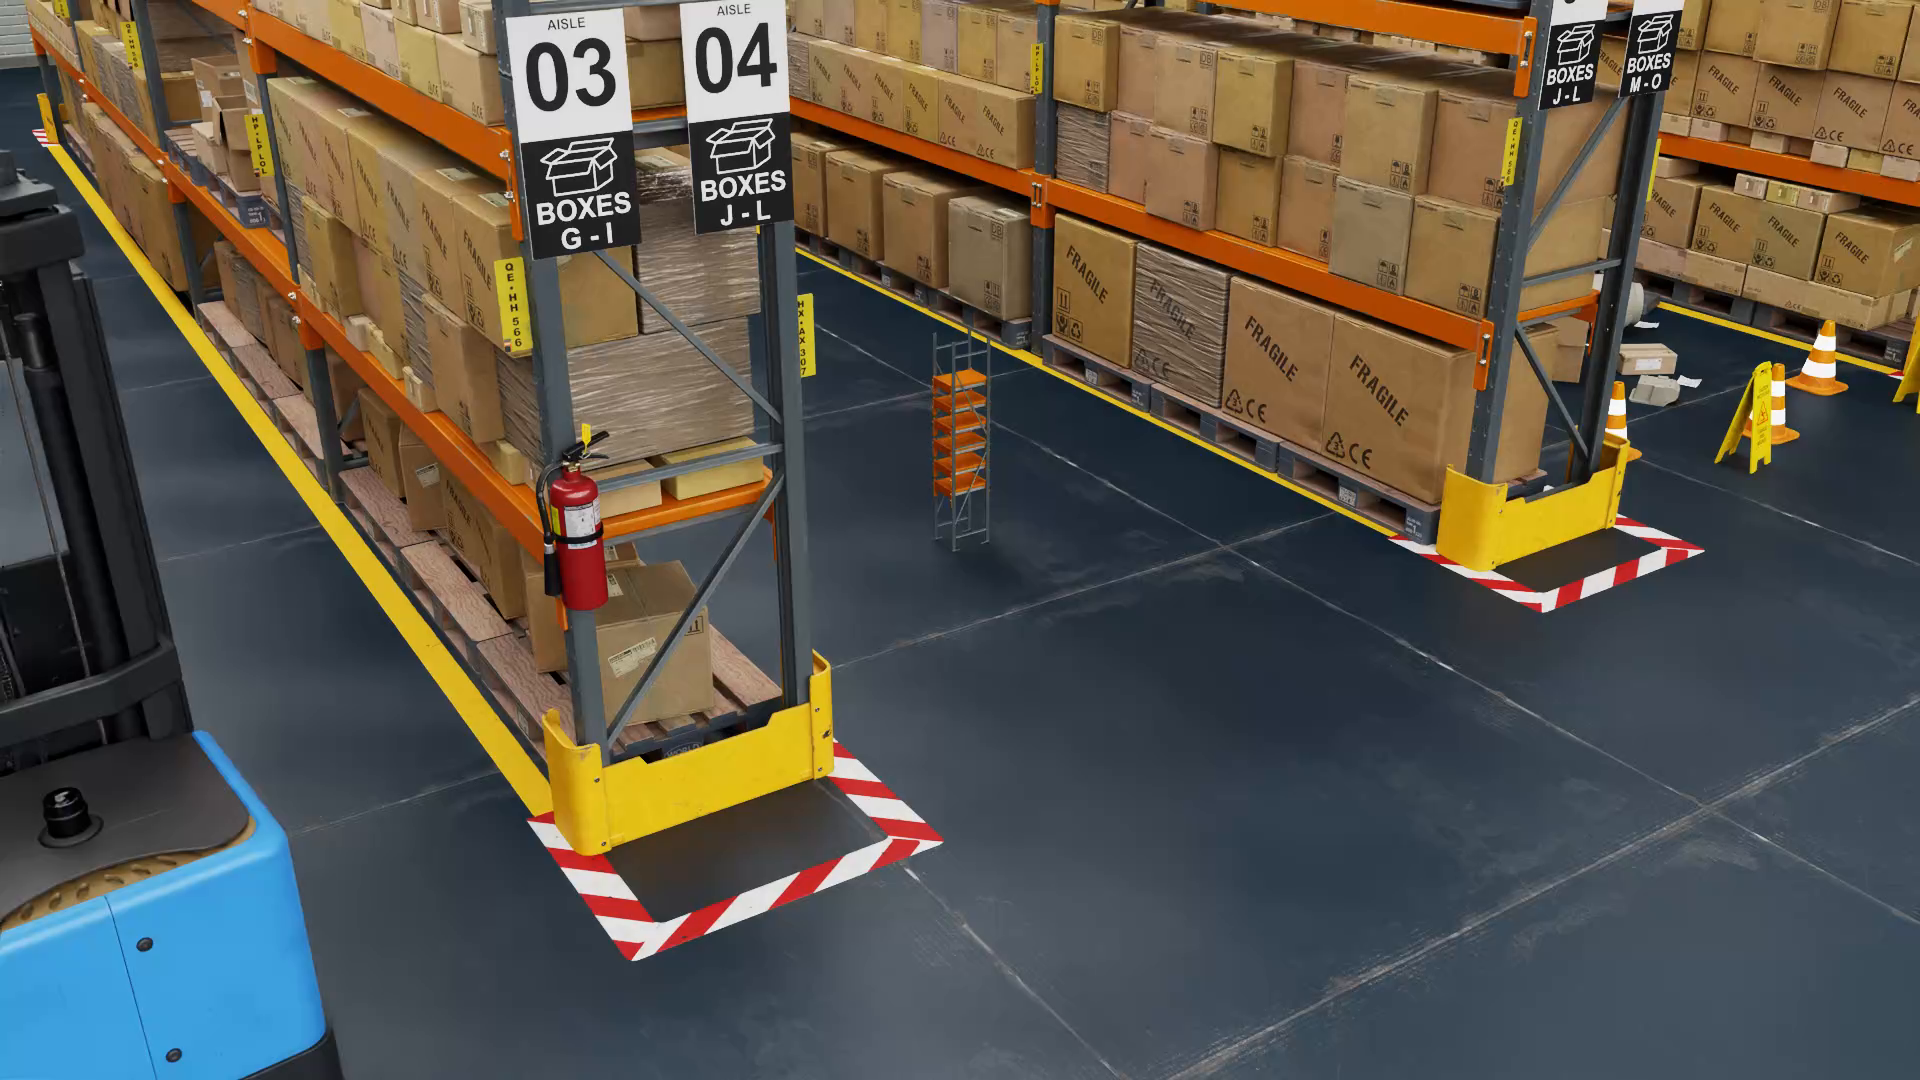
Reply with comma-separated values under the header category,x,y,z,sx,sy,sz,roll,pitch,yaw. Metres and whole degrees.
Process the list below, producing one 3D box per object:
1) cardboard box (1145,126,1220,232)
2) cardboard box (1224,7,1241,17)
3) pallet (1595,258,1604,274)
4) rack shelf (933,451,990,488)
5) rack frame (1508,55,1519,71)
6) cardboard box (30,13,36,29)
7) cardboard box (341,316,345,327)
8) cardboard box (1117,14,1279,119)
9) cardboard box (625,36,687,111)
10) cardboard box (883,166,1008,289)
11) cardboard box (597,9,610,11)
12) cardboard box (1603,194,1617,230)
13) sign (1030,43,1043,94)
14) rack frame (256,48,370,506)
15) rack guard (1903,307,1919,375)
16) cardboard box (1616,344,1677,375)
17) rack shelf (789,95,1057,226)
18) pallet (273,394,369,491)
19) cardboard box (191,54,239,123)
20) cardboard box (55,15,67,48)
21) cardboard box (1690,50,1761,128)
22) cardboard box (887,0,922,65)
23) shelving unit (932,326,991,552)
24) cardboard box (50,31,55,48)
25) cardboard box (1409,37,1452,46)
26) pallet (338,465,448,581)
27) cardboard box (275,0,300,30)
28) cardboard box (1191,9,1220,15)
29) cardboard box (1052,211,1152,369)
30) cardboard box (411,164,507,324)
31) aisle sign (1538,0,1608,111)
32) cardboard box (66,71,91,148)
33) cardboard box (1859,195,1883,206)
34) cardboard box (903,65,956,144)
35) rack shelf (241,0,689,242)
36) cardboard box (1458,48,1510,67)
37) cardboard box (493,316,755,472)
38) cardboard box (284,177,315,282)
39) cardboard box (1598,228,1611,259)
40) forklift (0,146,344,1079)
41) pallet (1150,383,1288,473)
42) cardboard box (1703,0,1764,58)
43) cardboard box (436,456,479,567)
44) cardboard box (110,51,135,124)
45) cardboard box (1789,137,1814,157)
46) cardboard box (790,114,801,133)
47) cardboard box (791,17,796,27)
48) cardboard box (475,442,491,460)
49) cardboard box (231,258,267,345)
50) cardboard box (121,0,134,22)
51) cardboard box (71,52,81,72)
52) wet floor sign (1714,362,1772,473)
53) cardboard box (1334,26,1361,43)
category,x,y,z,sx,sy,sz,roll,pitch,yaw
cardboard box,1.695,-2.340,10.517,0.875,0.550,0.550,-16,29,-30
cardboard box,2.899,-5.350,16.872,0.380,0.149,0.250,-17,30,-32
pallet,5.457,-2.510,14.319,1.003,0.211,1.213,-16,29,-30
rack shelf,0.008,-0.389,9.053,0.258,0.103,0.180,-16,29,-30
rack frame,5.061,-4.003,14.215,1.000,3.000,0.127,-16,29,-30
cardboard box,-9.735,-5.577,17.843,0.380,0.149,0.250,-16,30,-30
cardboard box,-2.948,-1.170,8.509,0.380,0.149,0.250,-16,29,-30
cardboard box,1.539,-3.060,10.777,0.875,0.550,0.550,-16,29,-30
cardboard box,-1.105,-1.784,6.177,0.500,0.250,0.500,-15,29,-28
cardboard box,0.031,-2.533,13.245,1.050,0.750,0.750,-16,29,-30
cardboard box,-1.317,-2.061,6.297,0.380,0.149,0.250,-16,30,-30
cardboard box,5.459,-2.826,13.573,0.500,0.500,0.500,-14,29,-28
sign,0.519,-3.171,11.190,0.100,0.325,0.005,-16,29,-30
rack frame,-3.243,-1.693,9.323,1.000,3.000,0.127,-16,29,-30
rack guard,7.203,-1.469,11.776,1.175,0.500,0.348,-16,29,-30
cardboard box,4.837,-1.281,11.789,0.380,0.149,0.250,-1,25,-3
rack shelf,-0.123,-3.203,13.364,1.077,0.370,4.000,-16,29,-30
pallet,-3.669,-0.710,10.508,1.003,0.211,1.213,-16,29,-30
cardboard box,-5.098,-3.175,11.854,0.500,0.500,0.500,-20,32,-36
cardboard box,-8.355,-4.903,15.949,0.500,0.250,0.500,-15,29,-28
cardboard box,5.916,-3.427,12.531,0.500,0.500,0.500,-15,29,-29
cardboard box,-0.140,-4.032,12.989,0.700,0.500,0.500,-16,30,-30
shelving unit,0.008,-0.537,8.983,0.258,1.200,0.189,-16,29,-30
cardboard box,-8.891,-5.025,16.674,0.380,0.149,0.250,-15,29,-29
cardboard box,4.344,-4.661,14.653,0.500,0.500,0.500,-15,29,-29
pallet,-2.846,-0.200,9.427,1.003,0.211,1.213,-16,29,-30
cardboard box,-2.918,-2.573,7.849,0.500,0.250,0.500,-16,30,-30
cardboard box,2.383,-5.486,17.533,0.500,0.250,0.500,-17,30,-31
cardboard box,1.253,-1.801,11.548,0.875,0.875,0.875,-15,29,-29
cardboard box,-1.844,-1.211,6.665,0.500,0.500,0.500,-16,29,-30
aisle sign,2.939,-2.463,7.908,0.394,0.787,0.004,-16,29,-30
cardboard box,-8.880,-4.679,17.644,0.875,0.875,0.875,-16,29,-30
cardboard box,6.733,-2.405,12.681,0.500,0.500,0.500,-17,30,-31
cardboard box,-0.092,-3.344,12.703,0.500,0.500,0.500,-15,29,-29
rack shelf,-2.151,-2.009,7.321,1.077,0.370,4.000,-16,29,-30
cardboard box,4.548,-4.199,14.433,0.380,0.149,0.250,-15,29,-29
cardboard box,-1.336,-0.645,6.638,0.875,0.500,0.500,-16,29,-30
cardboard box,-3.049,-1.698,8.867,0.875,0.500,0.500,-16,29,-30
cardboard box,5.457,-2.487,13.734,0.500,0.250,0.500,-14,29,-27
forklift,-3.303,0.156,5.486,1.130,2.935,3.031,-19,31,-35
pallet,1.988,-0.825,10.751,1.003,0.211,1.213,-16,29,-30
cardboard box,5.992,-3.888,12.335,0.700,0.500,0.500,-16,29,-30
cardboard box,-2.334,-0.194,8.583,0.500,0.500,0.500,-19,31,-34
cardboard box,-6.457,-3.653,13.357,0.500,0.500,0.500,-17,30,-31
cardboard box,6.320,-2.913,12.202,0.380,0.149,0.250,-15,29,-29
cardboard box,-1.808,-3.826,15.399,0.500,0.250,0.500,-16,30,-31
cardboard box,-1.311,-4.674,15.092,0.380,0.149,0.250,-14,29,-27
cardboard box,-1.827,-0.463,7.011,0.380,0.149,0.250,-16,29,-30
cardboard box,-4.730,-1.762,11.882,0.700,0.500,0.500,-18,31,-34
cardboard box,-6.165,-4.122,13.176,0.797,0.503,0.637,-15,29,-28
cardboard box,-8.051,-4.474,15.508,0.380,0.149,0.250,-15,29,-29
wet floor sign,4.827,-0.769,10.123,0.267,0.644,0.232,-22,33,-38
cardboard box,3.740,-4.761,15.624,0.380,0.149,0.250,-15,29,-28
